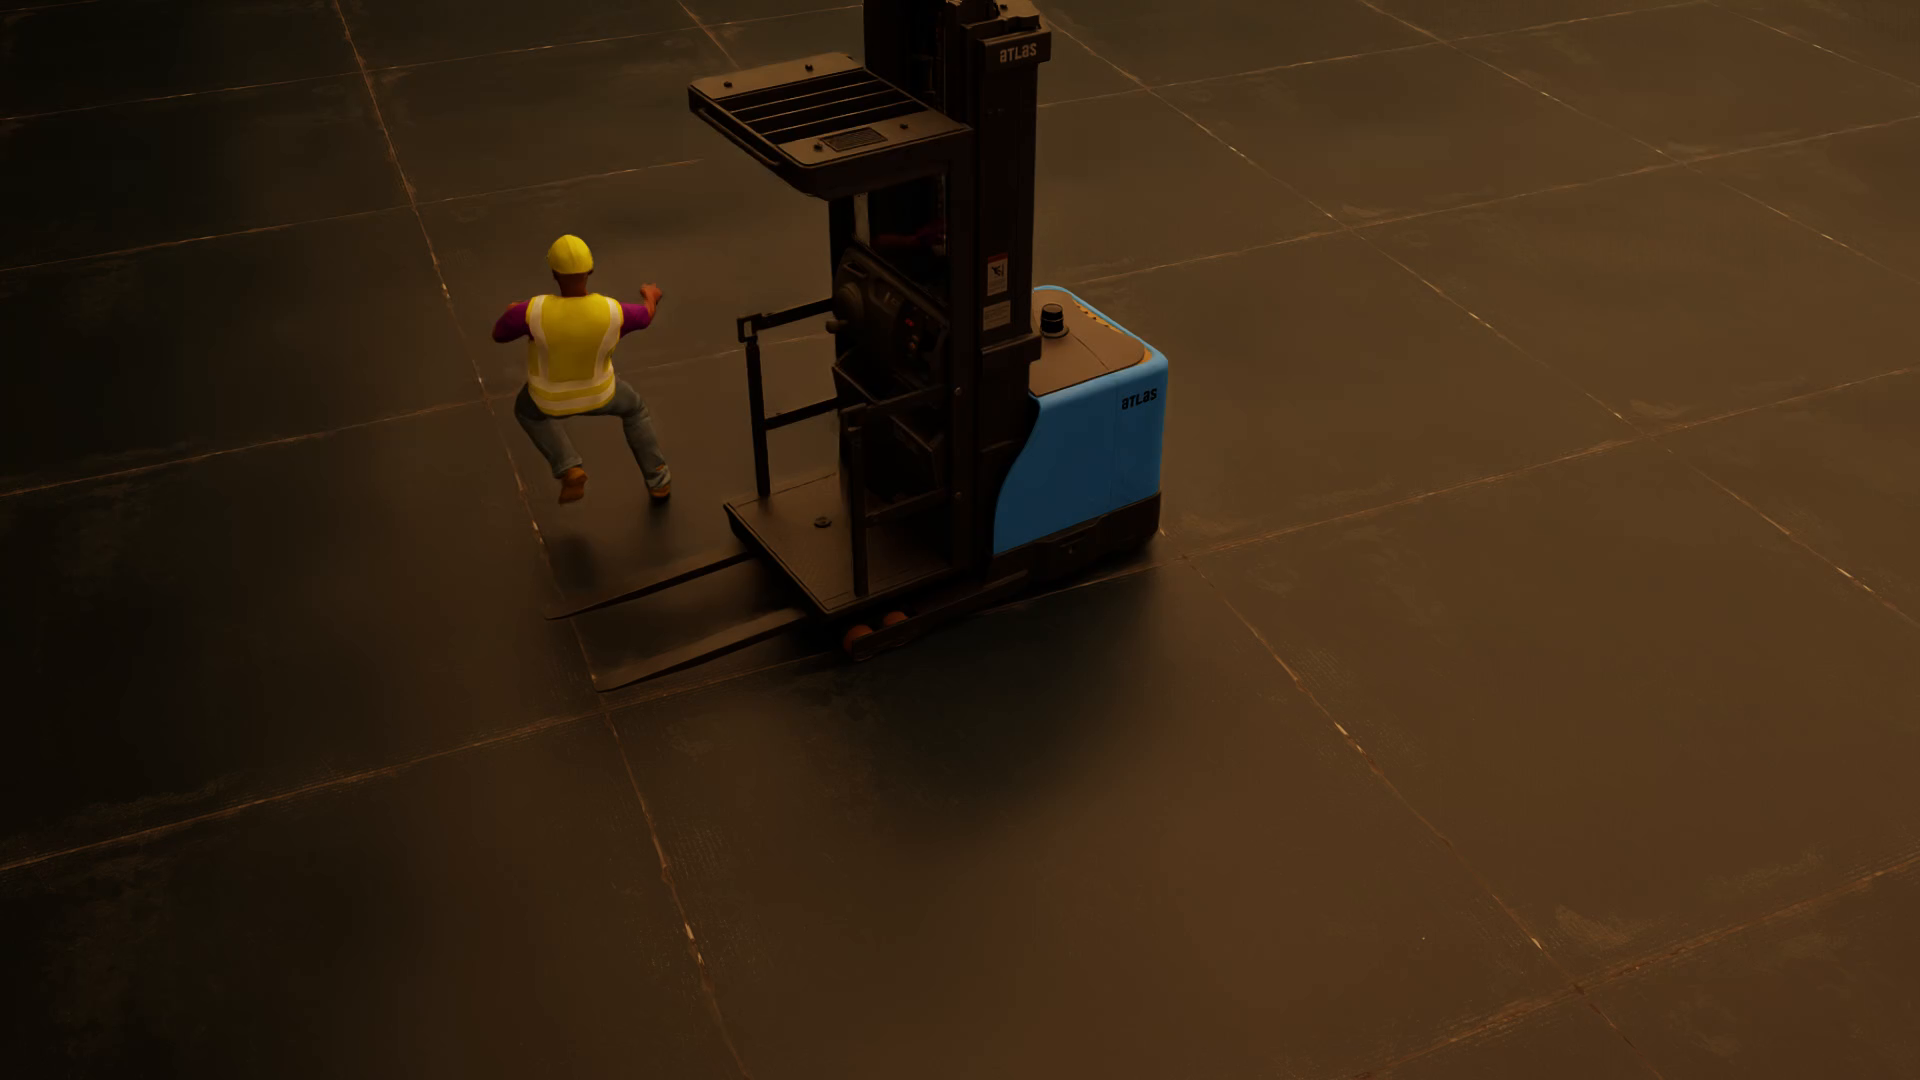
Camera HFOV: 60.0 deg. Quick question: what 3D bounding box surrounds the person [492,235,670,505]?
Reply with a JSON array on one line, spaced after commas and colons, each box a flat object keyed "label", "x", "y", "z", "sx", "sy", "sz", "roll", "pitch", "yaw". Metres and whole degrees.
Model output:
[{"label": "person", "x": -1.885, "y": -0.884, "z": 8.459, "sx": 0.896, "sy": 1.617, "sz": 0.754, "roll": -11, "pitch": 37, "yaw": -15}]

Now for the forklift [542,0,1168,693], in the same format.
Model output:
[{"label": "forklift", "x": -0.495, "y": -0.977, "z": 7.473, "sx": 3.031, "sy": 2.935, "sz": 1.130, "roll": -20, "pitch": 40, "yaw": -26}]
